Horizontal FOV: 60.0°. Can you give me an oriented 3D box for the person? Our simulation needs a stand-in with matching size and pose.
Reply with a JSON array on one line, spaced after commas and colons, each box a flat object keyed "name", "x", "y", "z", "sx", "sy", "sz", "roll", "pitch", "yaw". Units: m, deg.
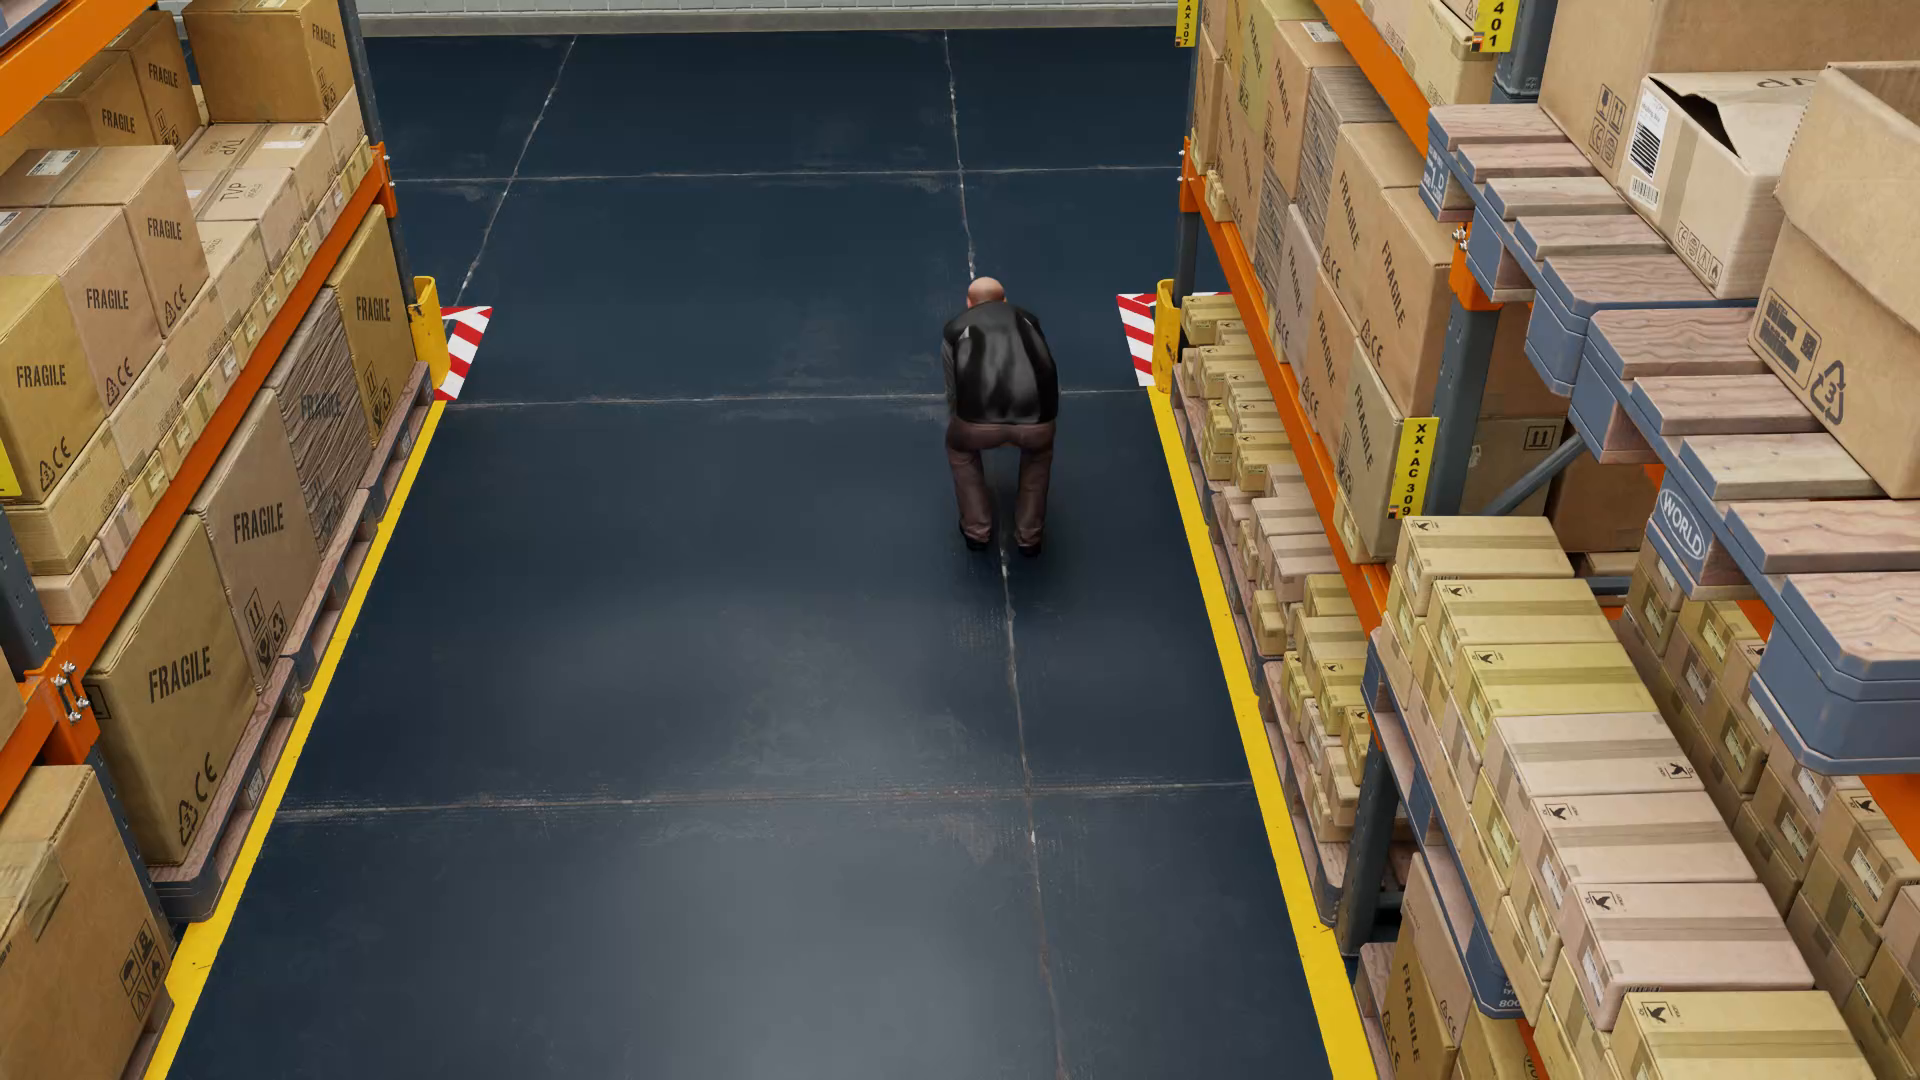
[{"name": "person", "x": 0.172, "y": -0.538, "z": 7.496, "sx": 0.490, "sy": 1.078, "sz": 0.949, "roll": -3, "pitch": 35, "yaw": -4}]
